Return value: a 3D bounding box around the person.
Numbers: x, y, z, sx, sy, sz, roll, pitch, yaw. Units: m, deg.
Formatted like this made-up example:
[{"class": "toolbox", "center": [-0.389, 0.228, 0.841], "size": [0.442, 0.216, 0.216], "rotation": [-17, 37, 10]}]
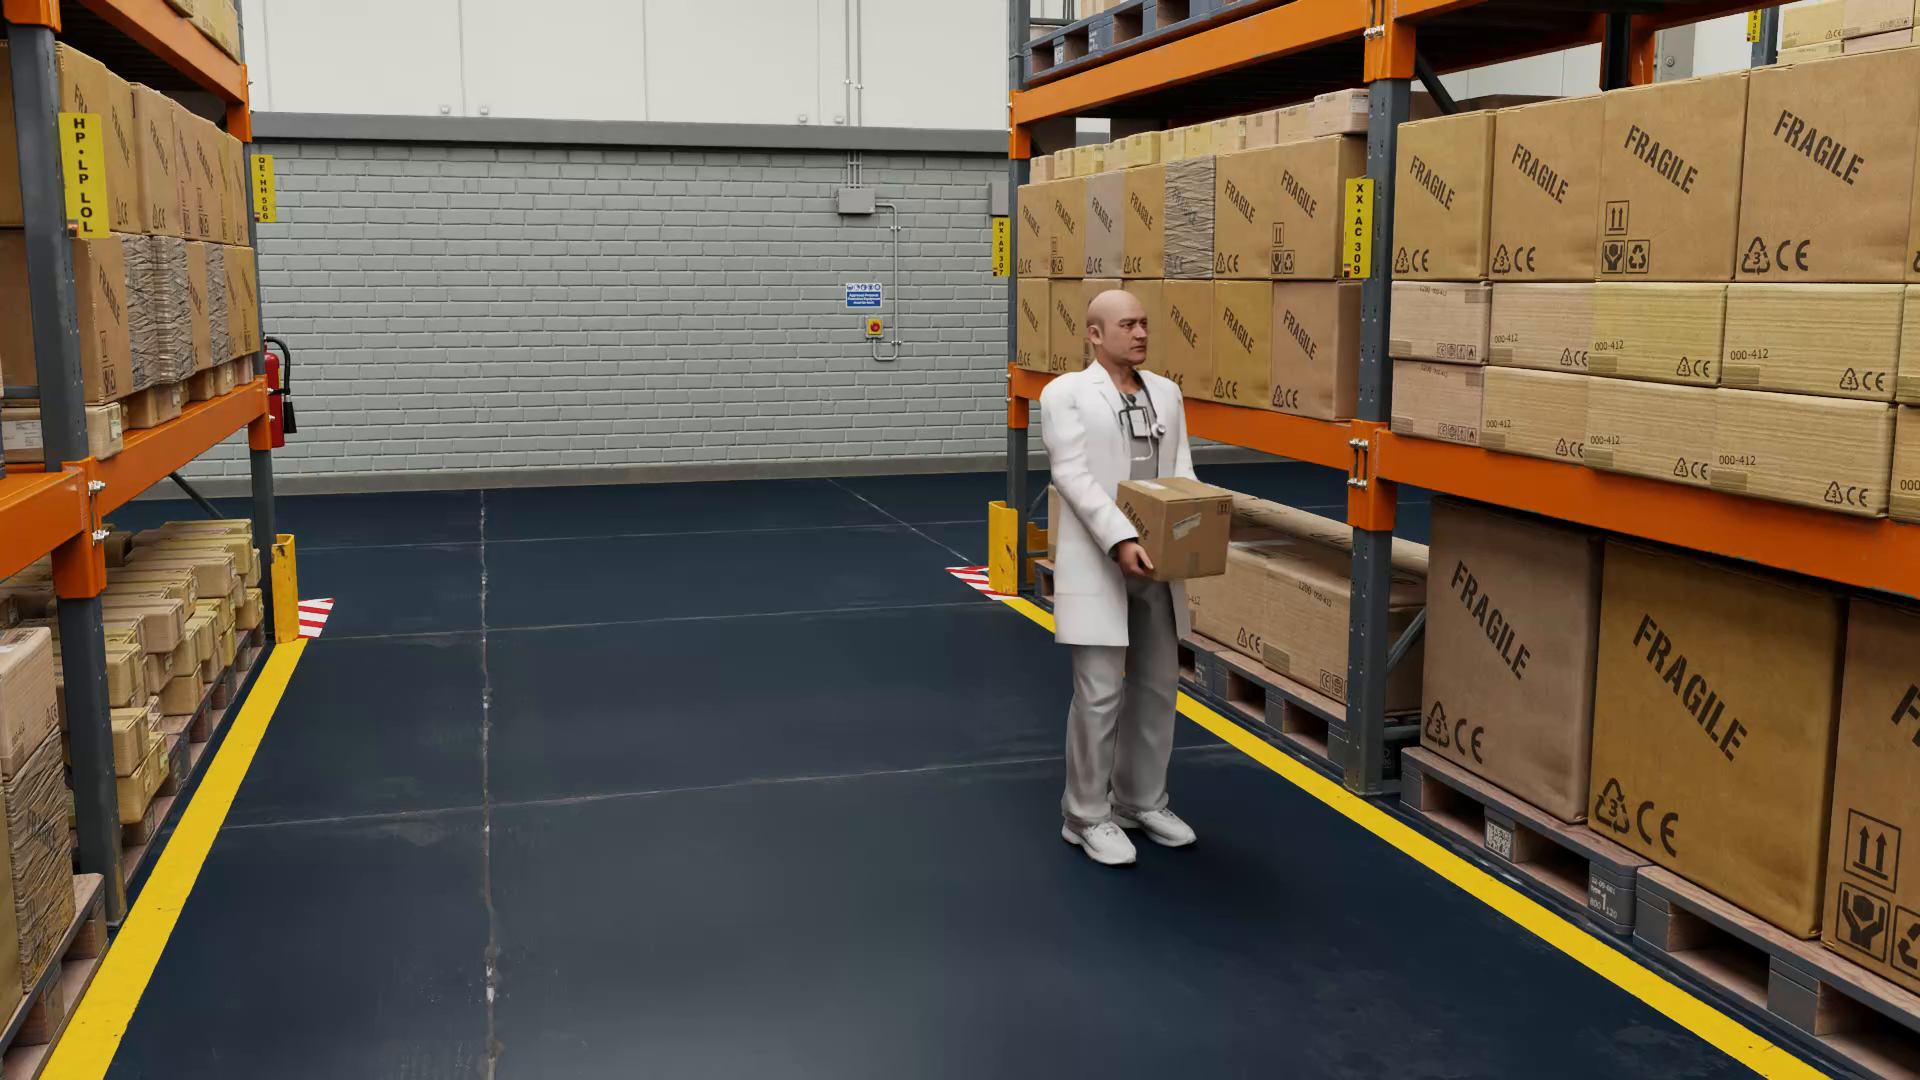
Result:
[{"class": "person", "center": [0.558, 0.114, 5.220], "size": [0.527, 1.776, 0.543], "rotation": [-5, 10, -29]}]
